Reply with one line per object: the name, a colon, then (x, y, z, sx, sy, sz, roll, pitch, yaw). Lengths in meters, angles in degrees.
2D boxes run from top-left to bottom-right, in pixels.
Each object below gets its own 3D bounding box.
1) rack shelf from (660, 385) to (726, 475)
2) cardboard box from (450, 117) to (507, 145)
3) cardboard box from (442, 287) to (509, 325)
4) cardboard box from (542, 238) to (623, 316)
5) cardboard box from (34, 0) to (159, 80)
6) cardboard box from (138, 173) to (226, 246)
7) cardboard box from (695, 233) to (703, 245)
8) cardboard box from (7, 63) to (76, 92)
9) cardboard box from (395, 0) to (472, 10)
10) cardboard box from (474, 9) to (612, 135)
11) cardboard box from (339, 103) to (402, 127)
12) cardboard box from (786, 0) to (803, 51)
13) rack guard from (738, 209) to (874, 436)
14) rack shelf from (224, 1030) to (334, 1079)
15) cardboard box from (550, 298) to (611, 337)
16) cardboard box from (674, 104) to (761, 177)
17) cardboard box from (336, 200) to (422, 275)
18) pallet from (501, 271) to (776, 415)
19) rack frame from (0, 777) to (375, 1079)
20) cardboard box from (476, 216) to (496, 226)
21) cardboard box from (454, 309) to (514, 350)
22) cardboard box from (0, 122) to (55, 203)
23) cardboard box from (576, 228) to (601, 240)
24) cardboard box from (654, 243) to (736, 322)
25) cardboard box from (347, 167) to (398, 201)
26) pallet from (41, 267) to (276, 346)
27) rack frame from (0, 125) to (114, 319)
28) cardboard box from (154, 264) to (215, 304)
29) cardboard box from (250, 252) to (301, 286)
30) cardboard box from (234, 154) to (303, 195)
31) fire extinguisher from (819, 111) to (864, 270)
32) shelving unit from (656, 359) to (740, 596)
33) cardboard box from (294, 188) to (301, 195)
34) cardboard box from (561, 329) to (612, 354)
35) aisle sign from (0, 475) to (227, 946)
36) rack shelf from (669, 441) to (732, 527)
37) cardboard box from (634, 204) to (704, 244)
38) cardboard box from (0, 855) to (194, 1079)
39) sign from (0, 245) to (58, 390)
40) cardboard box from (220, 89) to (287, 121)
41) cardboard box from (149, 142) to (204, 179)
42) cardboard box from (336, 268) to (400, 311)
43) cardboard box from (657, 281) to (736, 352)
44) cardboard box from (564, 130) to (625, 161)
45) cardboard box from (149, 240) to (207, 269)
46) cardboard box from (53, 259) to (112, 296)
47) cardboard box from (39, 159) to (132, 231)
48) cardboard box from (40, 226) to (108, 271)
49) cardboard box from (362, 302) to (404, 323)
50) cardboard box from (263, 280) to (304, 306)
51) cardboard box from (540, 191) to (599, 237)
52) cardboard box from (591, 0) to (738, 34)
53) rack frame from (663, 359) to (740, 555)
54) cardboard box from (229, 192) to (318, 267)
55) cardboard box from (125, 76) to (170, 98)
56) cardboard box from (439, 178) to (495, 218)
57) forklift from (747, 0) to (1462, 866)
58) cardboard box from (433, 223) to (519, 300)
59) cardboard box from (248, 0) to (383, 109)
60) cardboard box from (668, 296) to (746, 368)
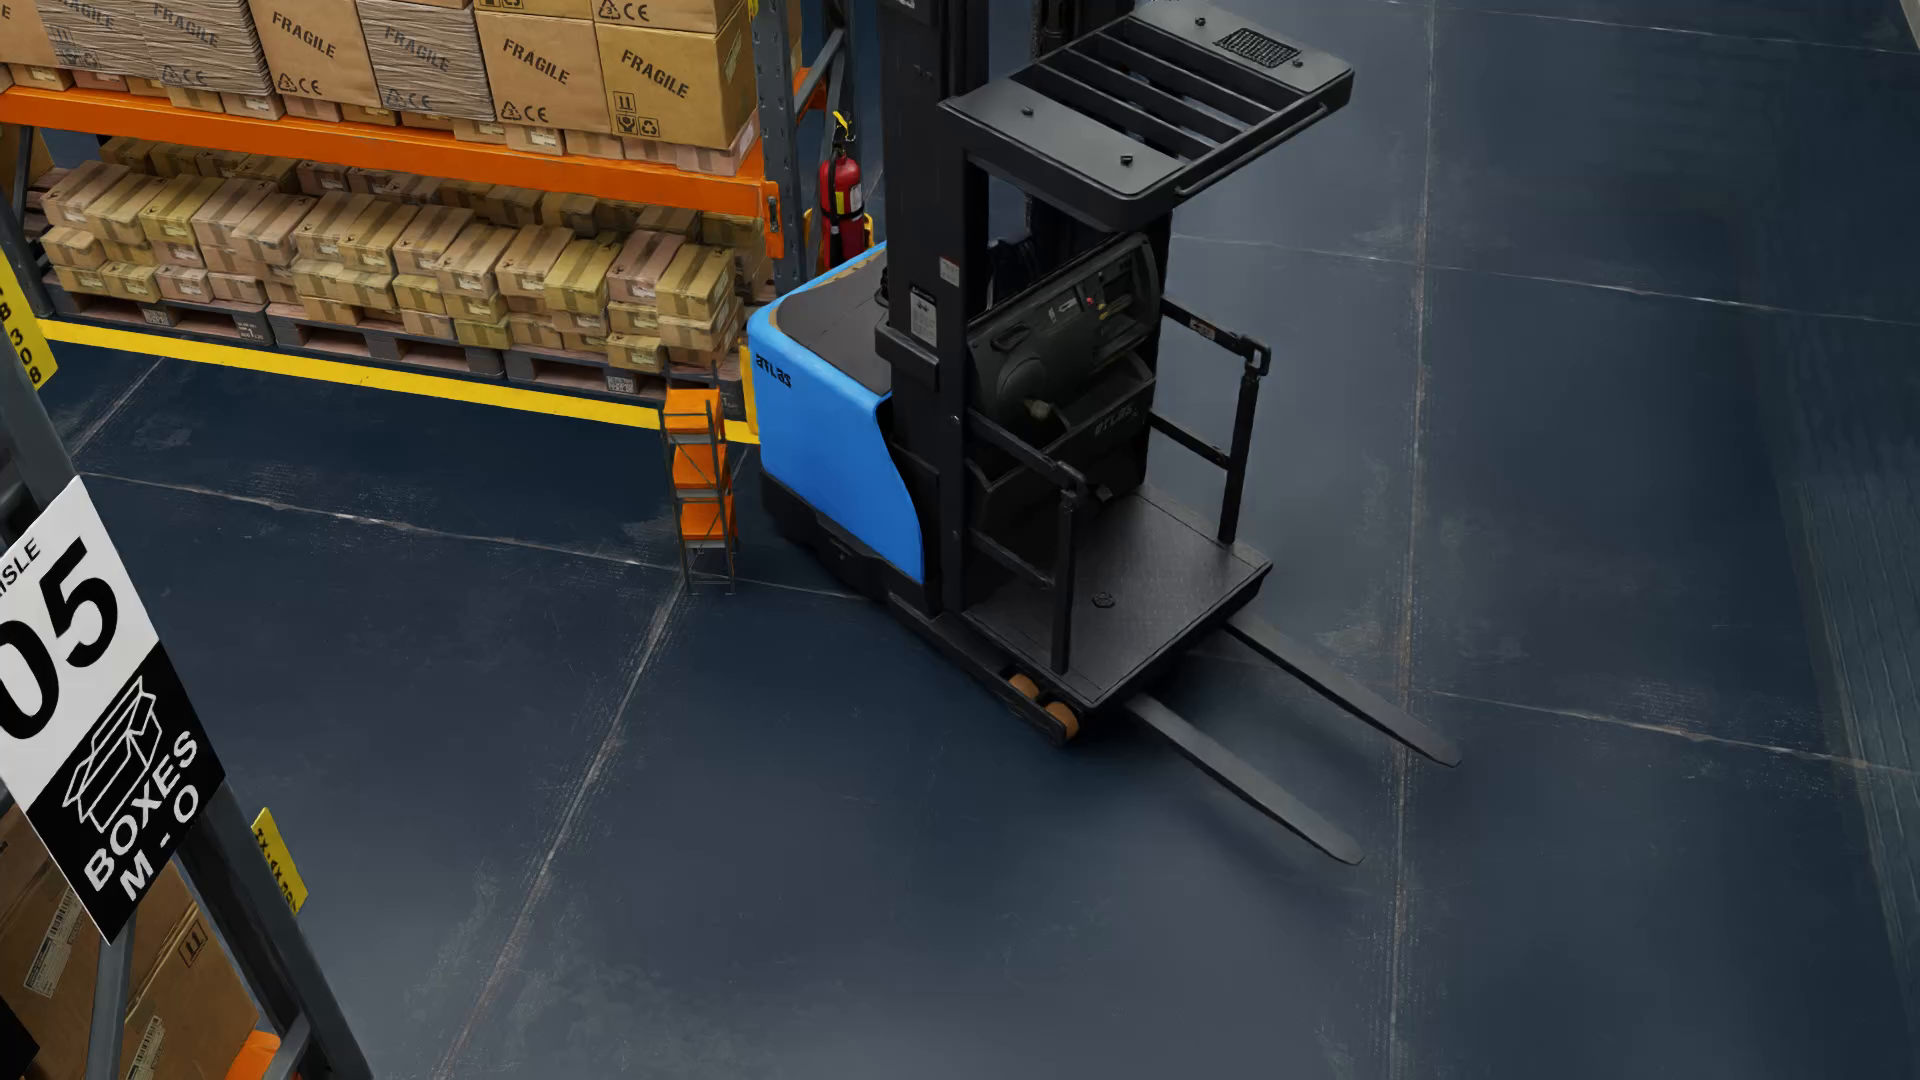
rack shelf: (-1.042, -0.430, 6.505, 0.215, 0.259, 0.240, -1, 44, -1)
cardboard box: (-2.002, -1.873, 7.174, 0.250, 0.149, 0.380, 7, 44, 7)
cardboard box: (-2.227, -1.198, 7.830, 0.250, 0.149, 0.380, 9, 45, 10)
cardboard box: (-1.720, -1.210, 7.628, 0.250, 0.149, 0.380, 8, 44, 8)
cardboard box: (-3.625, -2.366, 7.218, 0.500, 0.500, 0.500, 9, 45, 9)
cardboard box: (-3.734, -1.597, 8.030, 0.250, 0.149, 0.380, 8, 45, 8)
cardboard box: (-1.345, -1.496, 8.140, 0.250, 0.149, 0.380, 9, 45, 9)
cardboard box: (-4.065, -2.194, 7.508, 0.250, 0.149, 0.380, 10, 45, 10)
cardboard box: (-2.139, -2.486, 6.622, 0.500, 0.500, 0.500, 11, 45, 11)
cardboard box: (-1.631, -2.051, 6.891, 0.500, 0.500, 0.500, 8, 45, 8)
cardboard box: (-2.515, -1.984, 7.289, 0.250, 0.149, 0.380, 10, 45, 10)
cardboard box: (-1.012, -2.330, 7.182, 0.500, 0.500, 0.500, 11, 45, 11)
rack guard: (-0.709, -1.043, 7.933, 0.348, 0.500, 1.175, 9, 45, 9)
rack shelf: (-3.568, 1.389, 4.122, 4.000, 0.370, 1.077, 9, 45, 9)
cardboard box: (-1.719, -1.128, 7.757, 0.250, 0.149, 0.380, 7, 44, 7)
cardboard box: (-1.014, -1.700, 6.994, 0.250, 0.149, 0.380, 9, 45, 9)
cardboard box: (-2.728, -1.430, 7.857, 0.250, 0.149, 0.380, 9, 45, 9)
pallet: (-1.494, -1.086, 8.186, 1.213, 0.211, 1.003, 9, 45, 9)
rack frame: (-1.617, 1.433, 3.558, 0.127, 3.000, 1.000, 9, 45, 9)
cardboard box: (-2.383, -1.575, 8.222, 0.250, 0.149, 0.380, 11, 45, 11)
cardboard box: (-2.212, -1.088, 7.931, 0.250, 0.149, 0.380, 7, 44, 7)
cardboard box: (-5.201, -2.080, 8.708, 0.500, 0.500, 0.500, 10, 45, 11)
cardboard box: (-1.829, -1.586, 8.233, 0.250, 0.149, 0.380, 10, 45, 10)
cardboard box: (-1.206, -1.179, 7.596, 0.250, 0.149, 0.380, 9, 45, 10)
cardboard box: (-2.845, -1.851, 8.294, 0.250, 0.149, 0.380, 7, 44, 8)
pallet: (-3.875, -1.456, 8.570, 1.213, 0.211, 1.003, 9, 45, 9)
rack frame: (-4.538, -2.538, 7.684, 0.127, 3.000, 1.000, 9, 45, 9)
cardboard box: (-3.739, -1.347, 8.199, 0.250, 0.149, 0.380, 9, 45, 9)
cardboard box: (-3.216, -1.407, 8.048, 0.250, 0.149, 0.380, 11, 45, 11)
cardboard box: (-3.395, -1.862, 8.305, 0.250, 0.149, 0.380, 10, 45, 10)
fire extinguisher: (-0.489, -1.420, 6.847, 0.183, 0.674, 0.296, 9, 45, 9)
shelving unit: (-1.042, -0.233, 6.695, 0.215, 1.050, 0.252, -1, 44, -1)
cardboard box: (-3.406, -1.771, 8.426, 0.250, 0.149, 0.380, 9, 45, 9)
cardboard box: (-1.706, -1.064, 7.905, 0.250, 0.149, 0.380, 9, 45, 9)
aisle sign: (-1.483, 0.311, 2.849, 0.004, 0.787, 0.394, 9, 45, 9)
rack shelf: (-1.042, -0.225, 6.702, 0.215, 0.259, 0.240, -1, 44, -1)
cardboard box: (-1.367, -1.540, 7.971, 0.250, 0.149, 0.380, 10, 45, 10)
cardboard box: (-2.023, 0.771, 3.453, 0.500, 0.500, 0.500, 8, 44, 8)
sign: (-1.490, -0.366, 2.577, 0.005, 0.325, 0.100, 9, 45, 9)
cardboard box: (-3.037, -2.017, 7.323, 0.250, 0.149, 0.380, 11, 45, 11)
cardboard box: (-3.876, -1.987, 8.435, 0.250, 0.149, 0.380, 9, 45, 10)
cardboard box: (-2.748, -1.272, 7.907, 0.250, 0.149, 0.380, 9, 45, 9)
cardboard box: (-1.212, -1.050, 7.677, 0.250, 0.149, 0.380, 8, 44, 8)
cardboard box: (-1.497, -1.791, 7.089, 0.250, 0.149, 0.380, 8, 45, 9)
cardboard box: (-3.742, -1.508, 8.152, 0.250, 0.149, 0.380, 9, 45, 9)
cardboard box: (-4.253, -1.390, 8.244, 0.250, 0.149, 0.380, 7, 44, 7)
cardboard box: (-4.247, -1.684, 8.121, 0.250, 0.149, 0.380, 11, 45, 11)
cardboard box: (-4.254, -1.498, 8.142, 0.250, 0.149, 0.380, 11, 45, 11)
cardboard box: (-2.705, -1.233, 8.080, 0.250, 0.149, 0.380, 10, 45, 10)
cardboard box: (-3.210, -1.325, 8.177, 0.250, 0.149, 0.380, 7, 44, 7)
cardboard box: (-1.845, -1.647, 8.082, 0.250, 0.149, 0.380, 7, 44, 7)
cardboard box: (-1.135, -2.337, 6.467, 0.500, 0.500, 0.500, 8, 44, 8)
rack frame: (-1.044, -0.317, 6.783, 0.200, 1.050, 0.008, -1, 44, -1)
cardboard box: (-3.244, -1.479, 7.908, 0.250, 0.149, 0.380, 10, 45, 10)
cardboard box: (-3.529, -2.144, 7.456, 0.250, 0.149, 0.380, 7, 44, 7)
cardboard box: (-2.360, -1.766, 8.206, 0.250, 0.149, 0.380, 9, 45, 10)
forklift: (0.531, -0.681, 5.804, 1.130, 2.935, 3.031, -35, 54, -31)
cardboard box: (-2.233, -1.295, 7.716, 0.250, 0.149, 0.380, 10, 45, 11)
cardboard box: (-2.612, -2.204, 7.050, 0.500, 0.500, 0.500, 11, 45, 11)
cardboard box: (-1.194, -0.995, 7.834, 0.250, 0.149, 0.380, 10, 45, 10)
